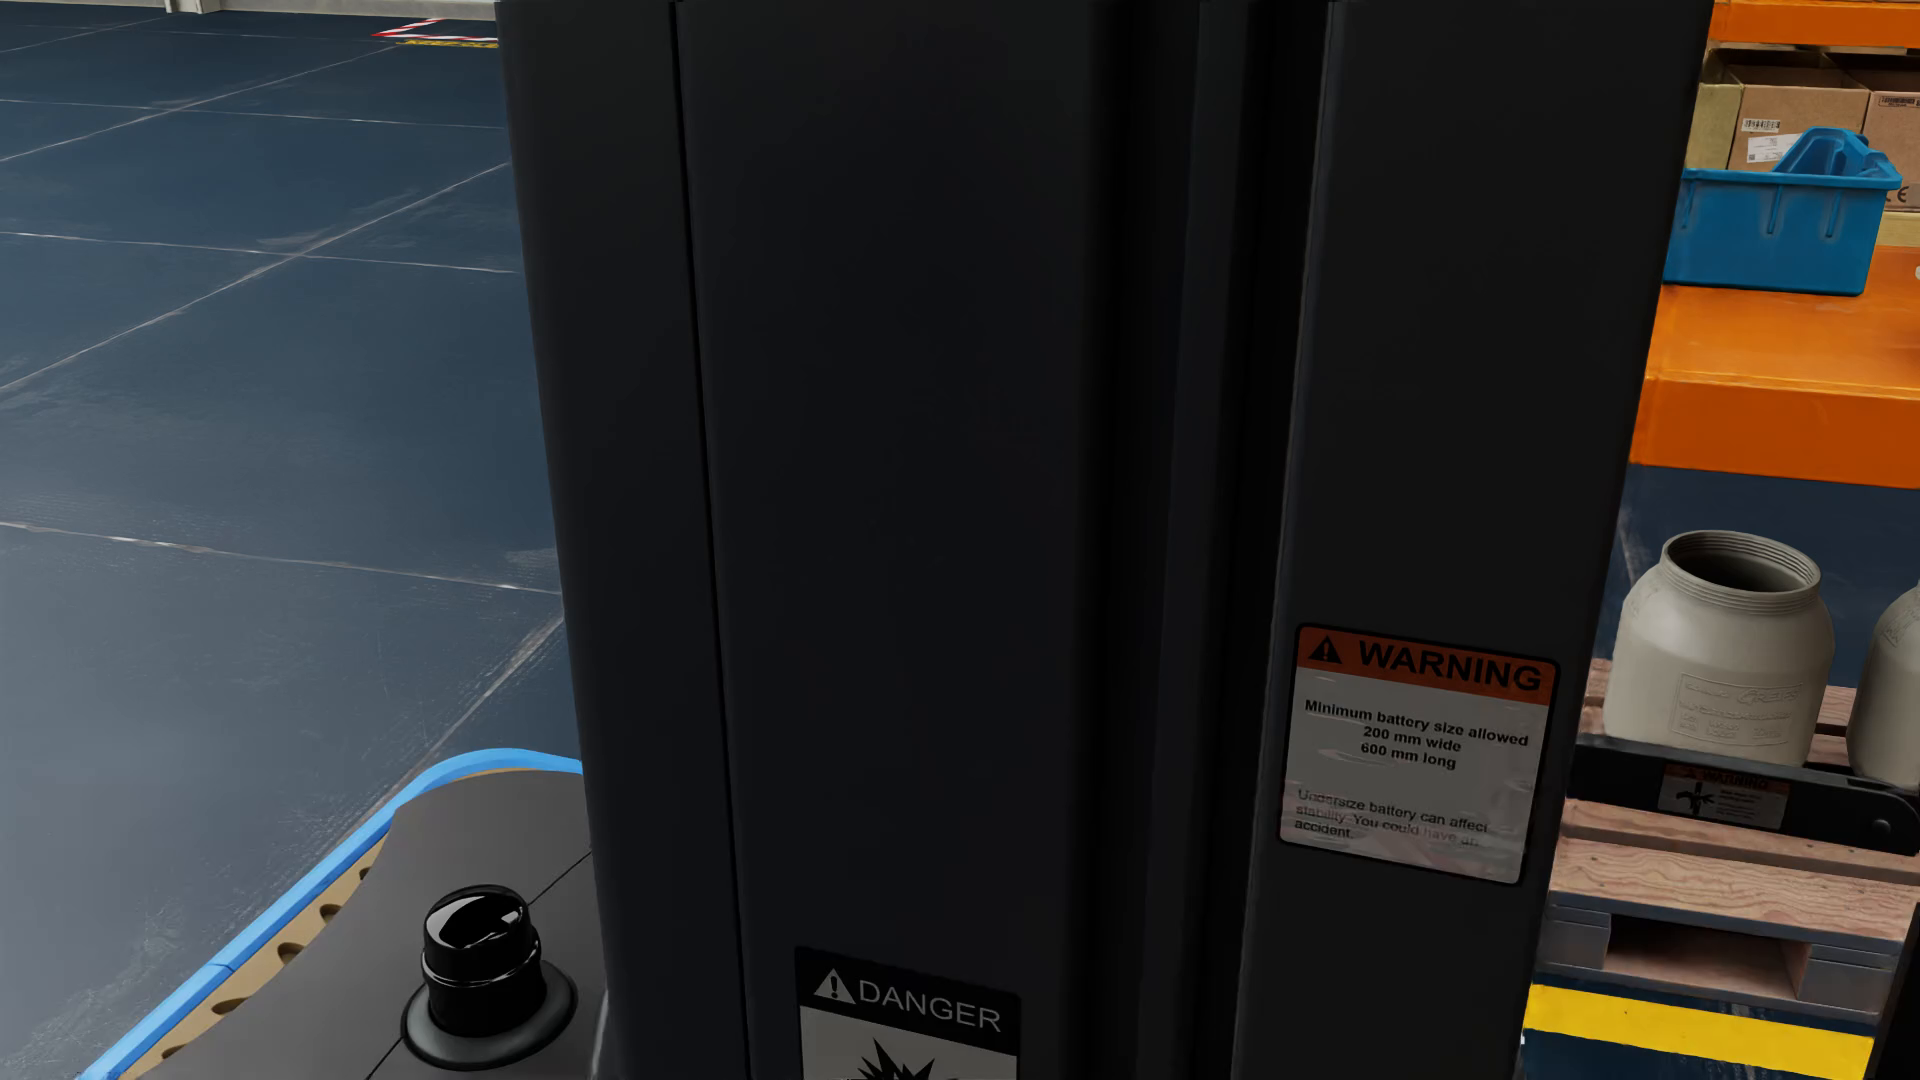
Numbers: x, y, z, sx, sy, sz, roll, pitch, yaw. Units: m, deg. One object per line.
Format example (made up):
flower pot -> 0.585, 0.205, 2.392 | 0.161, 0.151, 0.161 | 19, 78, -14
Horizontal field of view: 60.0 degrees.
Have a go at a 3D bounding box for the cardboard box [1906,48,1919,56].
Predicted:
cardboard box -> 6.793, -3.358, 11.597 | 0.250, 0.166, 0.380 | 3, 26, 6

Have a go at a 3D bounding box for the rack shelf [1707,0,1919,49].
rack shelf -> 4.152, -2.220, 7.261 | 4.000, 0.370, 1.077 | 6, 26, 13

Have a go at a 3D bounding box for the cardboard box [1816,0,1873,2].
cardboard box -> 3.653, -2.639, 7.188 | 0.500, 0.500, 0.700 | 6, 26, 13

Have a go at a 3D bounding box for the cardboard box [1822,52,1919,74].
cardboard box -> 4.264, -1.957, 7.709 | 0.500, 0.500, 0.500 | 6, 26, 13

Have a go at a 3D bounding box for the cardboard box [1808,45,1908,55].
cardboard box -> 6.304, -3.558, 11.630 | 0.500, 0.500, 0.500 | 4, 26, 9

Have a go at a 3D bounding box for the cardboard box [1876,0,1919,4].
cardboard box -> 4.164, -2.584, 7.072 | 0.500, 0.500, 0.700 | 7, 26, 15

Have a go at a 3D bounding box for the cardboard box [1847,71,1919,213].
cardboard box -> 4.131, -1.734, 7.241 | 0.500, 0.500, 0.500 | 6, 26, 13

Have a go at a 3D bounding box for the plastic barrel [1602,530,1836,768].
plastic barrel -> 1.634, 0.275, 3.589 | 0.421, 0.512, 0.421 | 0, 25, 0

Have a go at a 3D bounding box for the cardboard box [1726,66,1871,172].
cardboard box -> 3.651, -1.795, 7.368 | 0.500, 0.500, 0.500 | 6, 26, 13

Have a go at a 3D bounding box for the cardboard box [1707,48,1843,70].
cardboard box -> 3.780, -2.011, 7.823 | 0.500, 0.500, 0.500 | 6, 26, 13

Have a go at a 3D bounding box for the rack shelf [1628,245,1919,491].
rack shelf -> 2.914, -0.158, 2.930 | 4.000, 0.370, 1.077 | 6, 26, 13

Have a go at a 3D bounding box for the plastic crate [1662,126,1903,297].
plastic crate -> 1.537, -0.701, 3.406 | 0.616, 0.251, 0.499 | 6, 26, 13

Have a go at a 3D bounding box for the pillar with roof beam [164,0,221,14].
pillar with roof beam -> -8.356, -7.308, 10.132 | 0.400, 9.000, 9.100 | 6, 26, 13

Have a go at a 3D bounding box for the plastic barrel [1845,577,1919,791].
plastic barrel -> 2.119, 0.329, 3.476 | 0.421, 0.512, 0.421 | 0, 25, 0

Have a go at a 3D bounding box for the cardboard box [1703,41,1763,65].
cardboard box -> 5.343, -3.620, 11.760 | 0.500, 0.500, 0.700 | 5, 26, 10

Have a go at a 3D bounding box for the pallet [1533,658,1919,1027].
pallet -> 1.848, 0.639, 3.661 | 1.213, 0.211, 1.003 | 6, 26, 13

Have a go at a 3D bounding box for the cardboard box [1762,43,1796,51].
cardboard box -> 5.775, -3.485, 11.884 | 0.250, 0.149, 0.380 | 4, 26, 9

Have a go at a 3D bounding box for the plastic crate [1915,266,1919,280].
plastic crate -> 1.764, -0.349, 2.799 | 0.250, 0.136, 0.298 | 6, 26, 13

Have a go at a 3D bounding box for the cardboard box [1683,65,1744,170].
cardboard box -> 3.163, -1.843, 7.470 | 0.500, 0.500, 0.500 | 6, 26, 13

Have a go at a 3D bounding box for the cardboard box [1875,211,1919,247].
cardboard box -> 4.131, -1.396, 7.403 | 0.500, 0.250, 0.500 | 6, 26, 13
